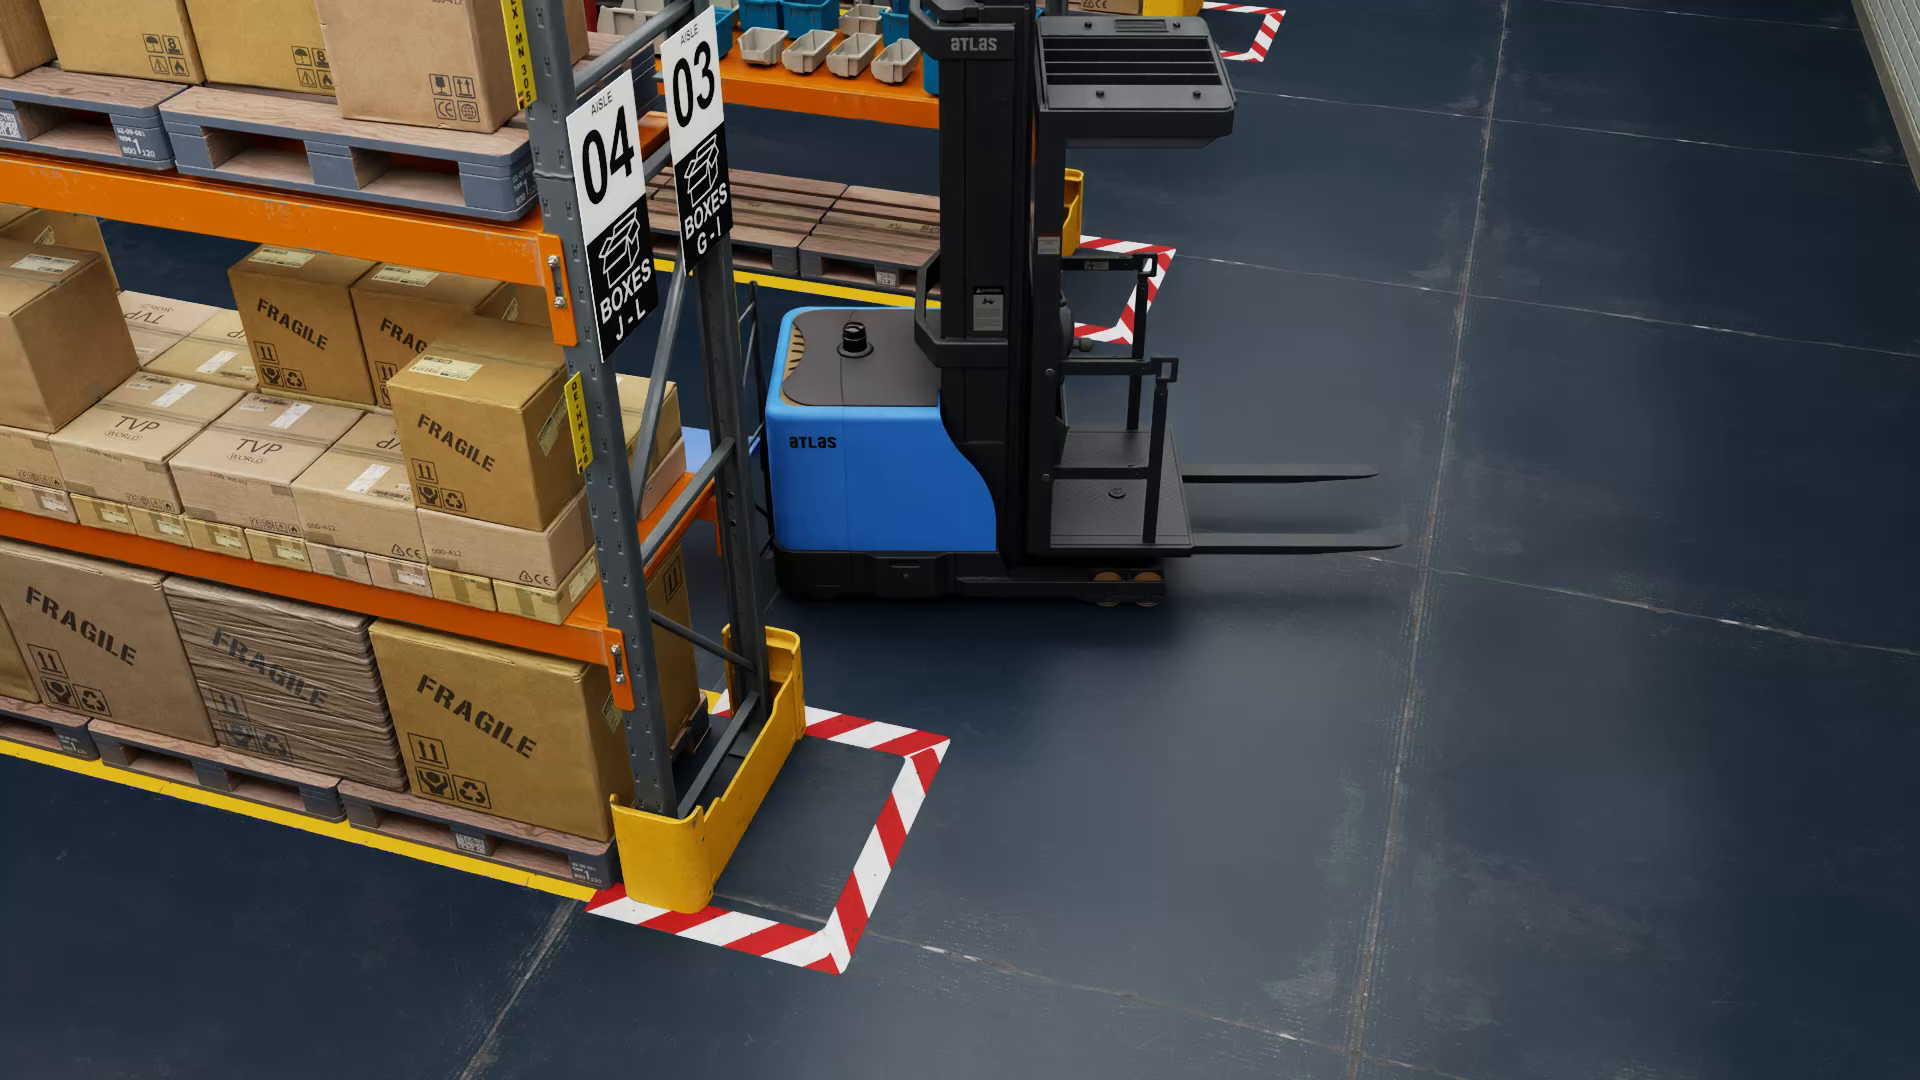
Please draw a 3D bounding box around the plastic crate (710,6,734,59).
[{"bbox_3d":[-1.580,-3.087,10.189,0.300,0.233,0.416,10,38,14],"label":"plastic crate"}]

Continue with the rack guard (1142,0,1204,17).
[{"bbox_3d":[1.865,-4.721,14.428,0.348,0.500,1.175,10,38,14],"label":"rack guard"}]

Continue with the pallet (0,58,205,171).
[{"bbox_3d":[-2.900,-1.622,5.653,1.213,0.211,1.003,10,38,14],"label":"pallet"}]

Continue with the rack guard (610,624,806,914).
[{"bbox_3d":[-0.997,0.901,6.789,0.348,0.500,1.175,10,38,14],"label":"rack guard"}]

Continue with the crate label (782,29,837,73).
[{"bbox_3d":[-0.921,-2.967,10.107,0.243,0.136,0.396,10,38,14],"label":"crate label"}]

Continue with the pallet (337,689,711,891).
[{"bbox_3d":[-1.807,0.916,7.012,1.213,0.211,1.003,10,38,14],"label":"pallet"}]

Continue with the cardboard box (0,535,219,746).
[{"bbox_3d":[-3.373,0.191,7.084,0.875,0.875,0.875,10,38,14],"label":"cardboard box"}]

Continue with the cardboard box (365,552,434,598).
[{"bbox_3d":[-1.948,0.024,6.083,0.250,0.149,0.380,11,38,14],"label":"cardboard box"}]

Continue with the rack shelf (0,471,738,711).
[{"bbox_3d":[-2.929,-0.174,6.747,4.000,0.370,1.077,10,38,14],"label":"rack shelf"}]

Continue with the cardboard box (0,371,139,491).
[{"bbox_3d":[-3.499,-0.466,6.413,0.500,0.250,0.500,11,38,15],"label":"cardboard box"}]

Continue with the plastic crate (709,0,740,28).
[{"bbox_3d":[-1.610,-3.400,10.695,0.466,0.136,0.293,10,38,14],"label":"plastic crate"}]

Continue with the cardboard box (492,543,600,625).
[{"bbox_3d":[-1.458,0.115,5.961,0.250,0.149,0.380,11,38,15],"label":"cardboard box"}]

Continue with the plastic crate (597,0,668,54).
[{"bbox_3d":[-1.959,-3.222,10.331,0.530,0.282,0.437,10,38,14],"label":"plastic crate"}]

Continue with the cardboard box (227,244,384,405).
[{"bbox_3d":[-2.372,-0.885,6.351,0.500,0.500,0.500,10,37,13],"label":"cardboard box"}]

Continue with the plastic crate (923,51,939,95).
[{"bbox_3d":[0.081,-2.904,9.770,0.499,0.435,0.616,10,38,14],"label":"plastic crate"}]

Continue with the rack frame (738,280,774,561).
[{"bbox_3d":[-0.991,-0.424,7.745,0.032,1.500,0.500,9,37,12],"label":"rack frame"}]

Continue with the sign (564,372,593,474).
[{"bbox_3d":[-1.195,-0.367,5.227,0.005,0.325,0.100,10,38,14],"label":"sign"}]

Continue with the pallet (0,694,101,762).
[{"bbox_3d":[-4.136,0.485,7.598,1.213,0.211,1.003,10,38,14],"label":"pallet"}]

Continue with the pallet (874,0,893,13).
[{"bbox_3d":[-0.057,-4.962,14.998,1.213,0.211,1.003,10,38,14],"label":"pallet"}]

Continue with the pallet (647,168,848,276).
[{"bbox_3d":[-1.480,-2.174,11.210,1.213,0.211,1.003,10,38,14],"label":"pallet"}]

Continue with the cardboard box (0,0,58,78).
[{"bbox_3d":[-3.105,-1.900,5.433,0.500,0.500,0.700,12,38,16],"label":"cardboard box"}]

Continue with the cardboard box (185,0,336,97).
[{"bbox_3d":[-2.034,-1.797,5.292,0.500,0.500,0.700,9,37,12],"label":"cardboard box"}]

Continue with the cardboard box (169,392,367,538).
[{"bbox_3d":[-2.532,-0.285,6.167,0.500,0.250,0.500,9,37,12],"label":"cardboard box"}]

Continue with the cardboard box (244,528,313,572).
[{"bbox_3d":[-2.434,-0.065,6.205,0.250,0.149,0.380,10,37,13],"label":"cardboard box"}]

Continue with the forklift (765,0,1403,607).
[{"bbox_3d":[0.625,-1.178,7.563,3.031,2.935,1.130,0,36,0],"label":"forklift"}]

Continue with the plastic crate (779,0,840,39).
[{"bbox_3d":[-0.938,-3.332,10.522,0.300,0.233,0.416,10,38,14],"label":"plastic crate"}]

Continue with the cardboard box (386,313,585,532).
[{"bbox_3d":[-1.564,-0.409,5.703,0.500,0.500,0.500,11,38,14],"label":"cardboard box"}]

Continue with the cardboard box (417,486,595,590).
[{"bbox_3d":[-1.562,-0.105,5.923,0.500,0.250,0.500,10,38,13],"label":"cardboard box"}]

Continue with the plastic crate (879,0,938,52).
[{"bbox_3d":[-0.309,-3.215,10.364,0.300,0.233,0.416,10,38,14],"label":"plastic crate"}]

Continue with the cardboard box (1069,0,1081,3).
[{"bbox_3d":[0.985,-4.830,14.485,0.250,0.166,0.380,10,38,14],"label":"cardboard box"}]

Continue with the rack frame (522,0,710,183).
[{"bbox_3d":[-1.020,-2.526,4.276,0.127,3.000,1.000,10,38,14],"label":"rack frame"}]

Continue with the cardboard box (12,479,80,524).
[{"bbox_3d":[-3.418,-0.246,6.451,0.250,0.149,0.380,11,38,14],"label":"cardboard box"}]

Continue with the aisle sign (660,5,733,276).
[{"bbox_3d":[-0.862,-1.314,5.497,0.004,0.787,0.394,10,38,14],"label":"aisle sign"}]

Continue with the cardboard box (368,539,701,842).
[{"bbox_3d":[-1.655,0.509,6.651,0.875,0.875,0.875,10,38,14],"label":"cardboard box"}]

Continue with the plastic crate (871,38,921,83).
[{"bbox_3d":[-0.376,-2.872,9.978,0.243,0.136,0.396,10,38,14],"label":"plastic crate"}]

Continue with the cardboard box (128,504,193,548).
[{"bbox_3d":[-2.917,-0.156,6.328,0.250,0.149,0.380,11,38,15],"label":"cardboard box"}]

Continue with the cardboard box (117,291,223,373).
[{"bbox_3d":[-3.357,-0.767,6.822,0.500,0.250,0.500,11,38,15],"label":"cardboard box"}]

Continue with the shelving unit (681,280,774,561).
[{"bbox_3d":[-1.482,-0.500,7.850,1.048,1.500,0.538,9,37,12],"label":"shelving unit"}]

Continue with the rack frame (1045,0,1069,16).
[{"bbox_3d":[0.457,-2.912,9.861,0.127,3.000,1.000,10,38,14],"label":"rack frame"}]

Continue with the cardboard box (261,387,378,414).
[{"bbox_3d":[-2.375,-0.586,6.576,0.500,0.250,0.500,9,37,12],"label":"cardboard box"}]

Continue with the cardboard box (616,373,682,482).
[{"bbox_3d":[-1.398,-0.407,6.333,0.500,0.250,0.500,10,37,13],"label":"cardboard box"}]
